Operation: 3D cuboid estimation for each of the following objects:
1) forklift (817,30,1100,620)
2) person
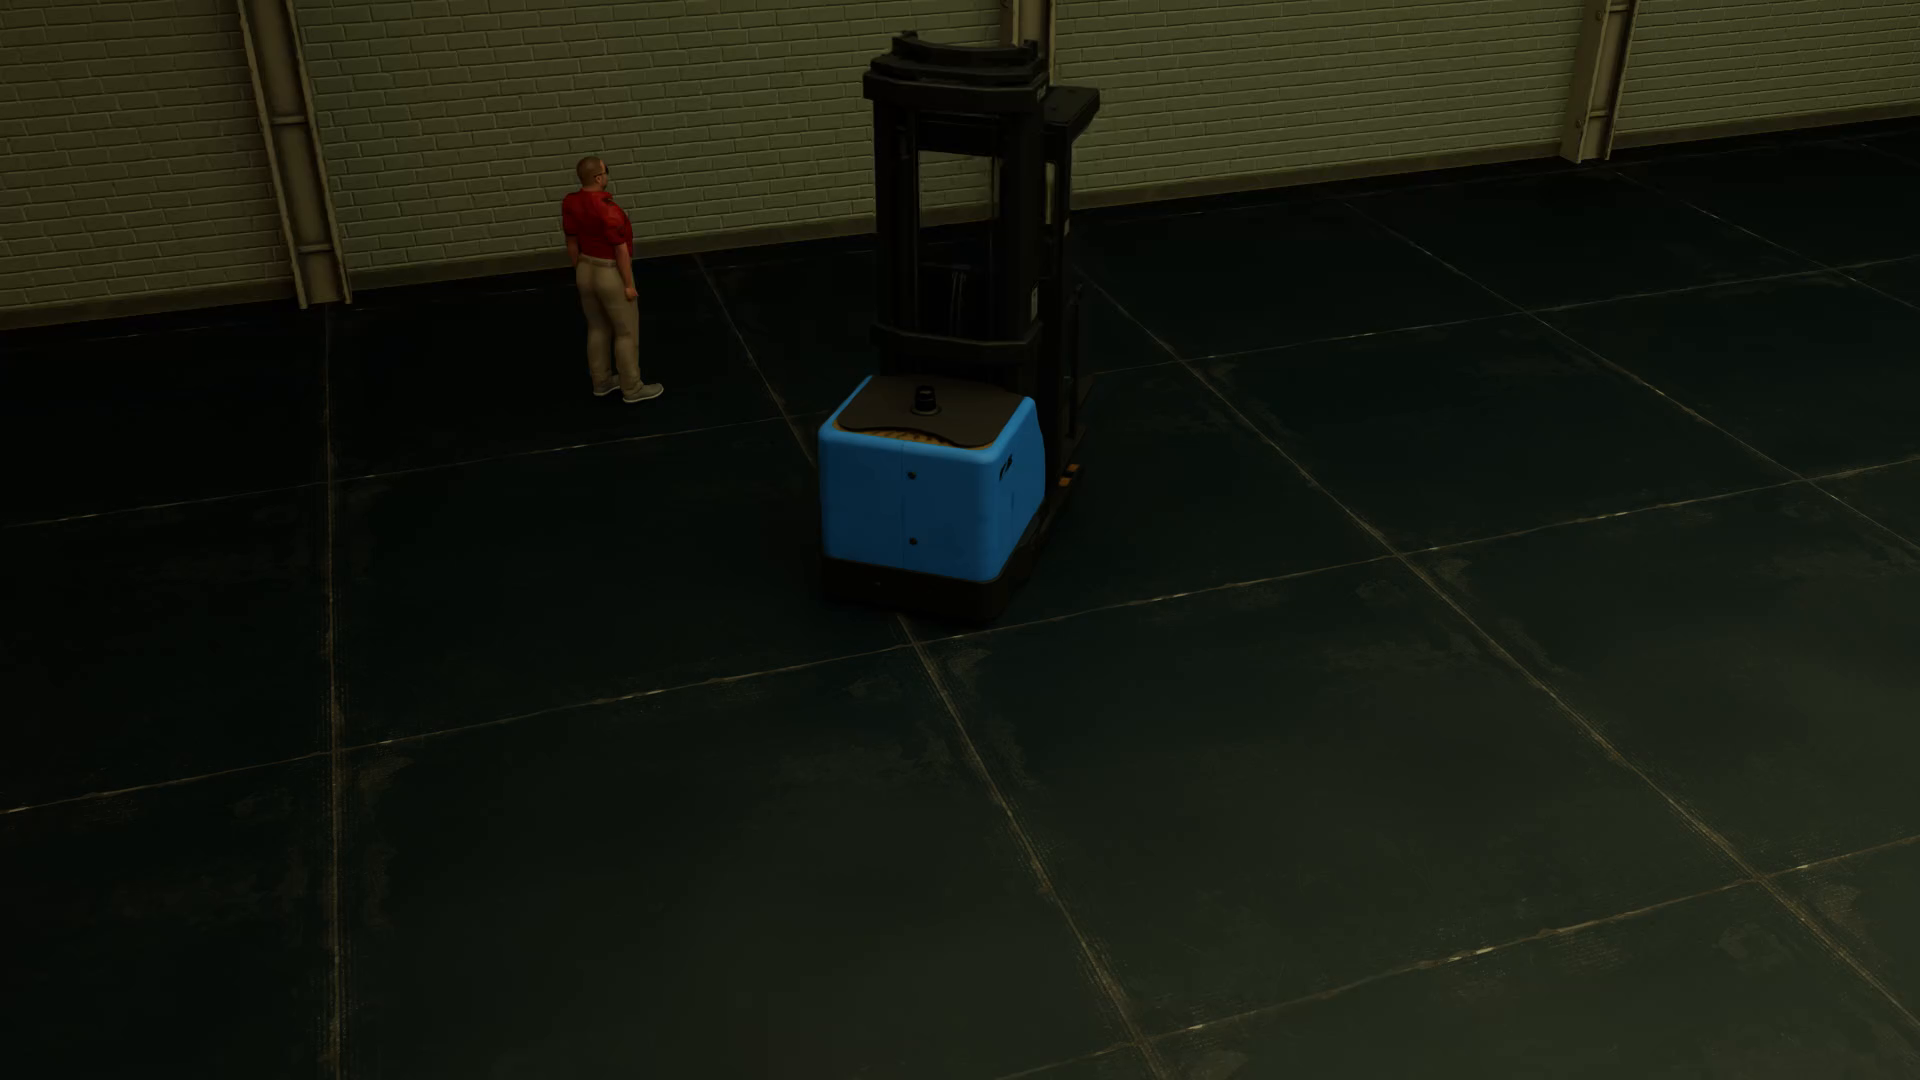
[{"bbox_3d":[0.154,-1.552,9.785,1.130,2.935,3.031,9,31,15],"label":"forklift"},{"bbox_3d":[-2.410,-1.789,11.406,0.528,1.728,0.388,17,34,27],"label":"person"}]
